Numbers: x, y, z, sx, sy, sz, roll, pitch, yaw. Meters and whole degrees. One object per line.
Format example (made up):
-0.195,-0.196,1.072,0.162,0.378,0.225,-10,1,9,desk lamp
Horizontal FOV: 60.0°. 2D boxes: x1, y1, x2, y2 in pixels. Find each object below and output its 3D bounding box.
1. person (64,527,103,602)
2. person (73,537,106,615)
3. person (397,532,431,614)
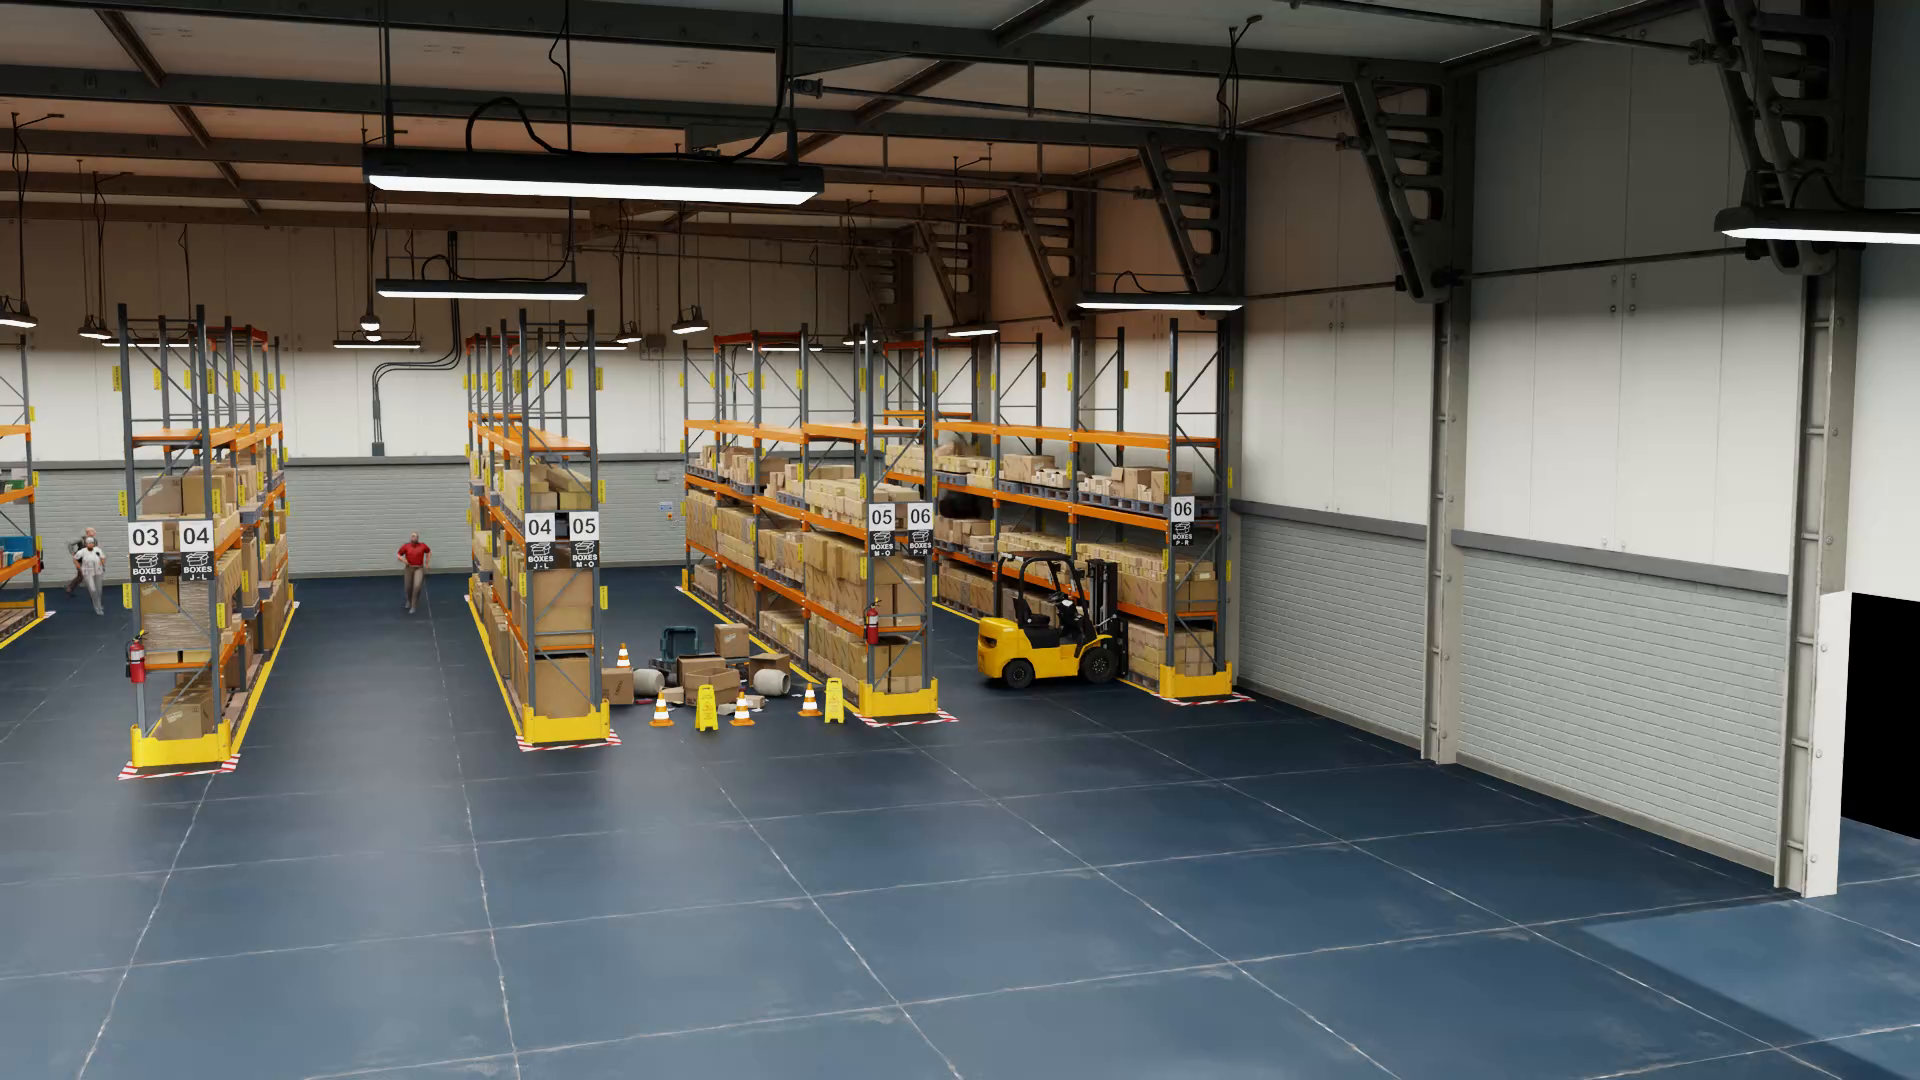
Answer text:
-20.070,0.563,38.035,0.963,1.736,0.655,0,5,3,person
-18.811,0.773,36.025,0.774,1.684,0.606,4,7,39,person
-11.937,0.706,36.352,0.698,1.766,0.883,-1,6,-12,person
